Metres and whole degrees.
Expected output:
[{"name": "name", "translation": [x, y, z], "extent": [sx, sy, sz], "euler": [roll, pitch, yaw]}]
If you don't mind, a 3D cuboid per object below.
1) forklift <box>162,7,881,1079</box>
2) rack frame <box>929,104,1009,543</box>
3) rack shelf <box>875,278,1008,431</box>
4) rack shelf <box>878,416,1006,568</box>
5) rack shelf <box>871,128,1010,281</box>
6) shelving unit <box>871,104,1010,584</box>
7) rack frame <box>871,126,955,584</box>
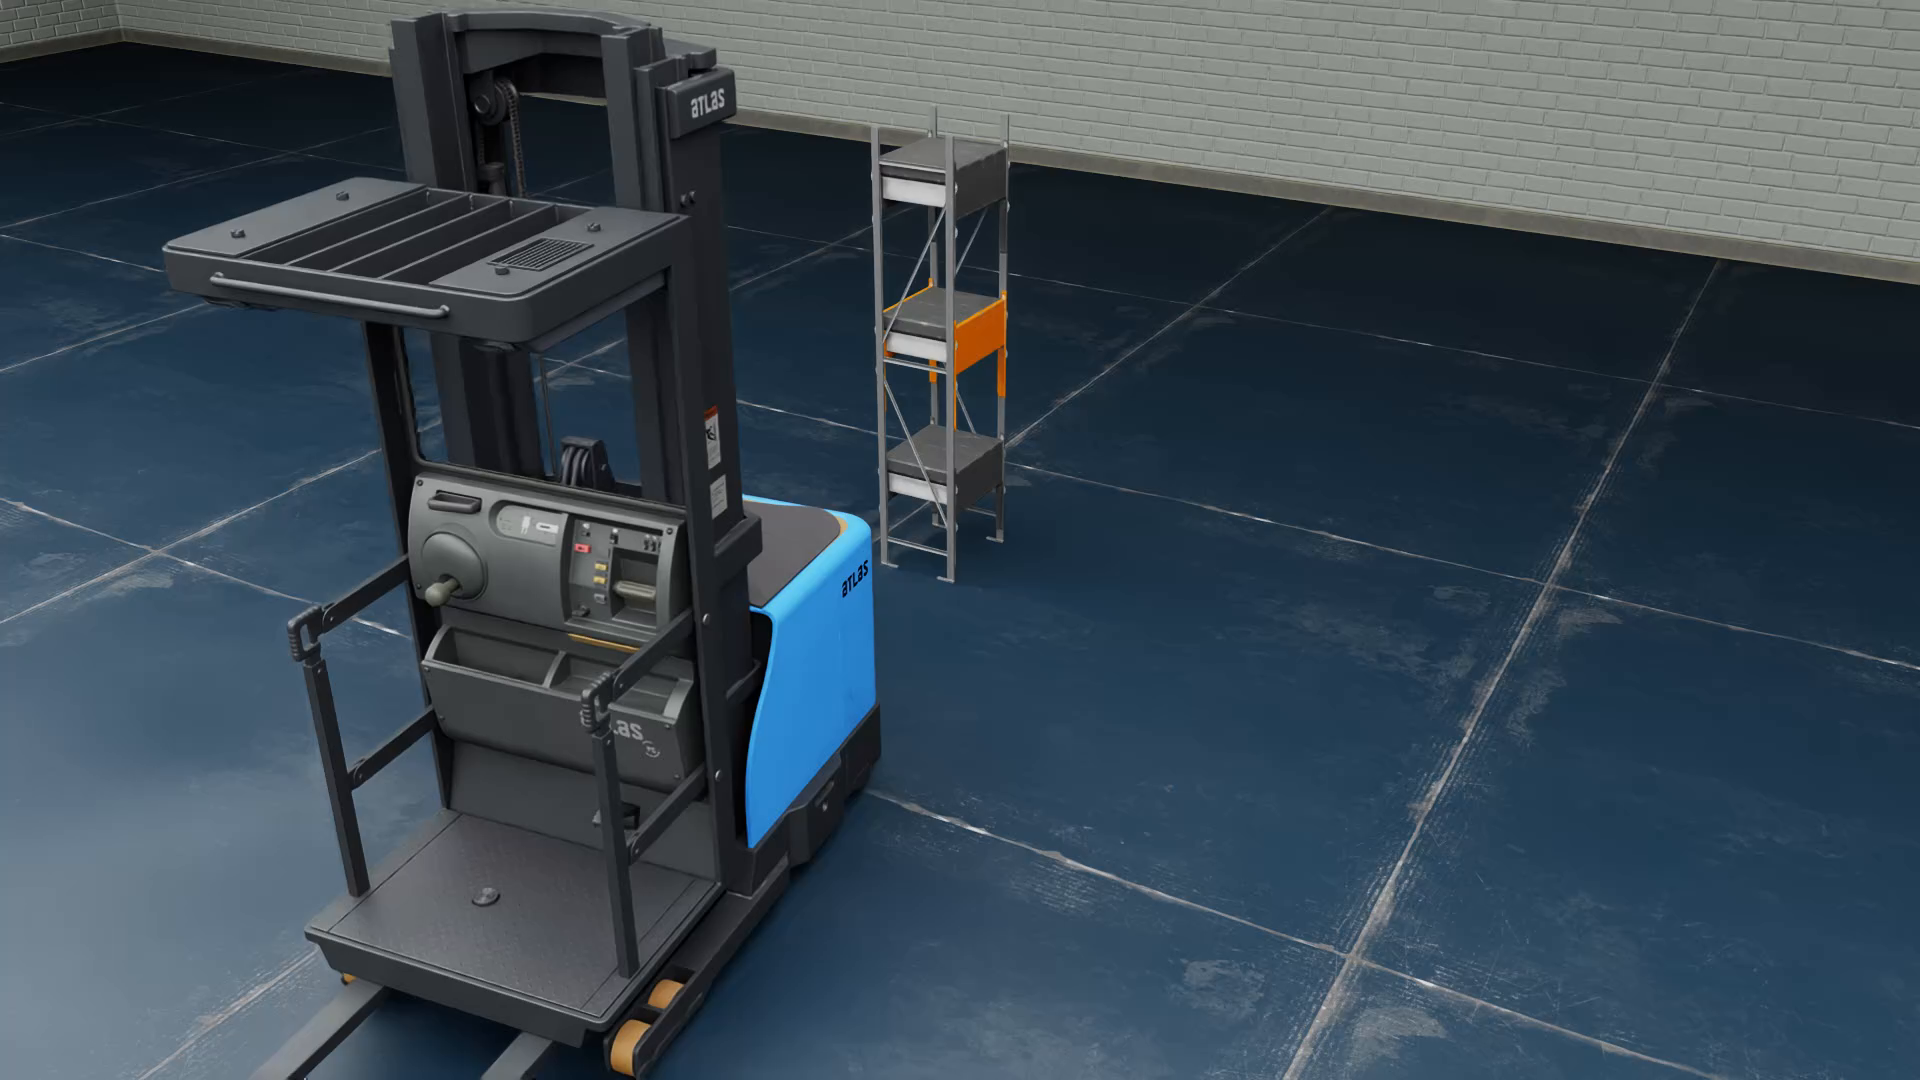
[{"name": "forklift", "translation": [-1.332, 0.092, 4.791], "extent": [1.130, 2.935, 3.031], "euler": [10, 28, 20]}, {"name": "rack frame", "translation": [0.039, -0.970, 7.841], "extent": [0.400, 2.100, 0.015], "euler": [14, 30, 26]}, {"name": "rack shelf", "translation": [-0.081, -0.862, 7.657], "extent": [0.431, 0.518, 0.480], "euler": [14, 30, 26]}, {"name": "rack shelf", "translation": [-0.081, -0.236, 7.971], "extent": [0.431, 0.518, 0.480], "euler": [14, 30, 26]}, {"name": "rack shelf", "translation": [-0.081, -1.488, 7.344], "extent": [0.431, 0.518, 0.480], "euler": [14, 30, 26]}, {"name": "shelving unit", "translation": [-0.081, -0.874, 7.651], "extent": [0.431, 2.100, 0.503], "euler": [14, 30, 26]}, {"name": "rack frame", "translation": [-0.201, -0.779, 7.461], "extent": [0.400, 2.100, 0.015], "euler": [14, 30, 26]}]
